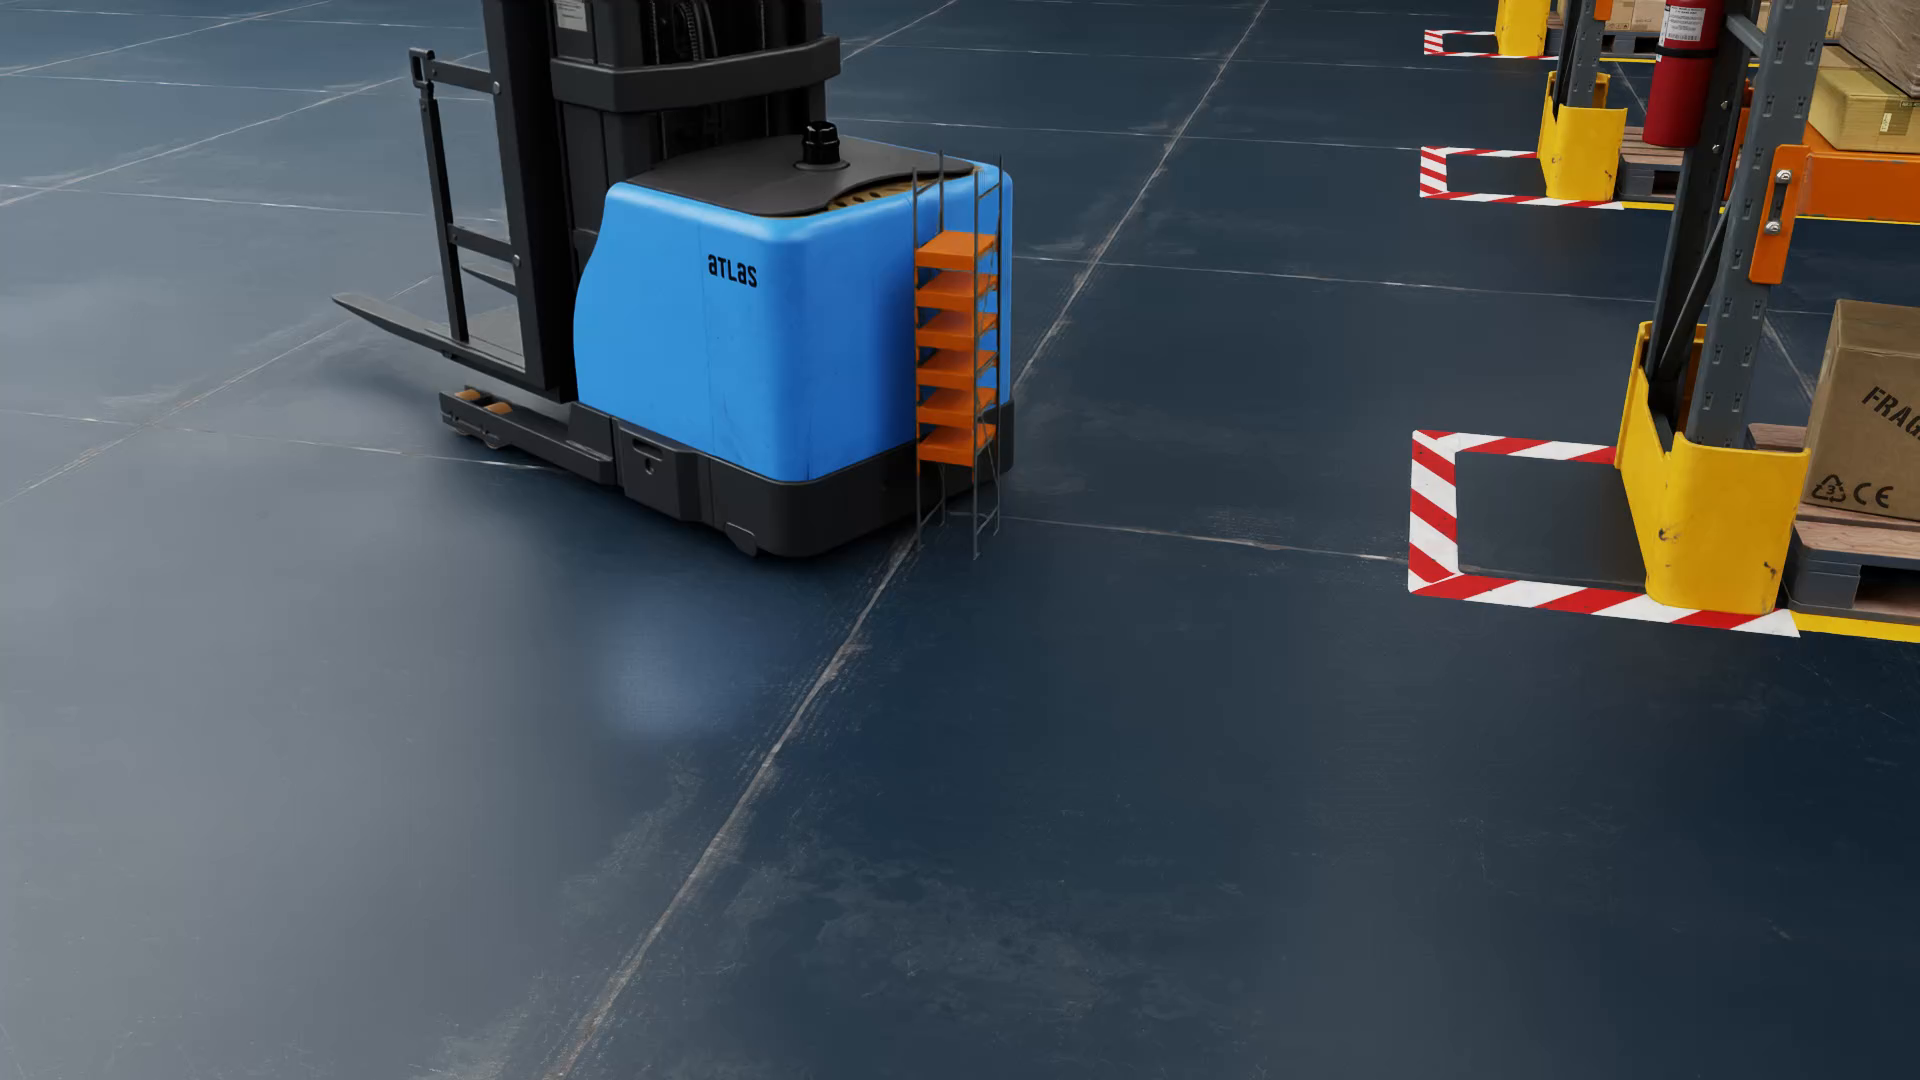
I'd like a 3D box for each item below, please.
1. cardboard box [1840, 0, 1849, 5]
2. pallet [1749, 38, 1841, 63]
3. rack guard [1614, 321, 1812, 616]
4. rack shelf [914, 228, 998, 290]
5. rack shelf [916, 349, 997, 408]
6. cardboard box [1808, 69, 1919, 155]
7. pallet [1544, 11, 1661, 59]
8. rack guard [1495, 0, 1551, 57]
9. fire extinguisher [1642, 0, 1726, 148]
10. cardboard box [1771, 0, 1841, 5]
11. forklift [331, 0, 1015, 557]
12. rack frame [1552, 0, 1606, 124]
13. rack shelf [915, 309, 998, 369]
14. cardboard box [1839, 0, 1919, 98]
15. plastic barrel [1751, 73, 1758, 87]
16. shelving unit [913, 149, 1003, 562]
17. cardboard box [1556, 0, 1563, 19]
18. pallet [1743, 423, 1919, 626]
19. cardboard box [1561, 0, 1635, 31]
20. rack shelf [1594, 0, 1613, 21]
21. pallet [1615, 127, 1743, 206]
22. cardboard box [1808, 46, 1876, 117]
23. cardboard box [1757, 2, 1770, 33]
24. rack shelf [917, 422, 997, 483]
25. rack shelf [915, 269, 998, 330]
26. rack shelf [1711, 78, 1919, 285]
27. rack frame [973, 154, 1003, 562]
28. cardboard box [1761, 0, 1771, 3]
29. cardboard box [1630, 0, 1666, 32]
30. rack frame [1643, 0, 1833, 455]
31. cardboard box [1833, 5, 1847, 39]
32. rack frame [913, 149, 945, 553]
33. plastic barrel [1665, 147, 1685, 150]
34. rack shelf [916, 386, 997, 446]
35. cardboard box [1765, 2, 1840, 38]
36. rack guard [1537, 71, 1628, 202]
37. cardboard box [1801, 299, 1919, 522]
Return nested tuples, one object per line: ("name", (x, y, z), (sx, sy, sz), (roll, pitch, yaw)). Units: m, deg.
("cardboard box", (7.129, -4.450, 12.946), (0.500, 0.500, 0.500), (6, 26, 13))
("pallet", (6.654, -4.068, 13.549), (1.213, 0.211, 1.003), (6, 26, 13))
("rack guard", (2.328, -0.262, 5.220), (0.348, 0.500, 1.175), (6, 26, 13))
("rack shelf", (-0.004, -0.822, 4.847), (0.180, 0.103, 0.258), (9, 27, 18))
("rack shelf", (-0.004, -0.497, 5.002), (0.180, 0.103, 0.258), (9, 27, 18))
("cardboard box", (2.471, -1.156, 4.481), (0.250, 0.149, 0.380), (6, 26, 13))
("pallet", (5.476, -4.200, 13.825), (1.213, 0.211, 1.003), (6, 26, 13))
("rack guard", (4.702, -4.397, 13.904), (0.348, 0.500, 1.175), (6, 26, 13))
("fire extinguisher", (2.258, -1.568, 5.145), (0.183, 0.674, 0.296), (6, 26, 13))
("cardboard box", (6.641, -4.498, 13.046), (0.500, 0.500, 0.500), (6, 26, 13))
("forklift", (-1.246, -1.792, 5.604), (3.031, 2.935, 1.130), (21, 33, 38))
("rack frame", (3.488, -3.461, 9.031), (0.127, 3.000, 1.000), (6, 26, 13))
("rack shelf", (-0.004, -0.606, 4.950), (0.180, 0.103, 0.258), (9, 27, 18))
("cardboard box", (2.780, -1.508, 4.466), (0.500, 0.500, 0.875), (6, 26, 13))
("plastic barrel", (4.630, -2.435, 9.281), (0.421, 0.512, 0.421), (0, 25, 0))
("shelving unit", (-0.004, -0.537, 4.983), (0.189, 1.200, 0.258), (9, 27, 18))
("cardboard box", (5.318, -4.537, 14.000), (0.500, 0.250, 0.500), (6, 26, 13))
("pallet", (3.106, -0.030, 5.068), (1.213, 0.211, 1.003), (6, 26, 13))
("cardboard box", (5.189, -4.321, 13.547), (0.500, 0.250, 0.500), (6, 26, 13))
("rack shelf", (5.425, -2.922, 8.735), (4.000, 0.370, 1.077), (6, 26, 13))
("pallet", (4.358, -2.124, 9.467), (1.213, 0.211, 1.003), (6, 26, 13))
("cardboard box", (2.581, -1.341, 4.870), (0.250, 0.149, 0.380), (6, 26, 13))
("cardboard box", (6.158, -4.215, 13.325), (0.500, 0.250, 0.500), (6, 26, 13))
("rack shelf", (-0.004, -0.281, 5.105), (0.180, 0.103, 0.258), (9, 27, 18))
("rack shelf", (-0.004, -0.714, 4.899), (0.180, 0.103, 0.258), (9, 27, 18))
("rack shelf", (4.191, -0.860, 4.404), (4.000, 0.370, 1.077), (6, 26, 13))
("rack frame", (0.083, -0.524, 4.955), (0.006, 1.200, 0.240), (9, 27, 18))
("cardboard box", (6.161, -4.559, 13.174), (0.500, 0.500, 0.500), (6, 26, 13))
("cardboard box", (5.674, -4.269, 13.438), (0.500, 0.250, 0.500), (6, 26, 13))
("rack frame", (2.254, -1.399, 4.699), (0.127, 3.000, 1.000), (6, 26, 13))
("cardboard box", (7.126, -4.107, 13.096), (0.500, 0.250, 0.500), (6, 26, 13))
("rack frame", (-0.090, -0.551, 5.010), (0.006, 1.200, 0.240), (9, 27, 18))
("plastic barrel", (4.144, -2.489, 9.394), (0.421, 0.512, 0.421), (0, 25, 0))
("rack shelf", (-0.004, -0.389, 5.054), (0.180, 0.103, 0.258), (9, 27, 18))
("cardboard box", (6.641, -4.160, 13.208), (0.500, 0.250, 0.500), (6, 26, 13))
("rack guard", (3.573, -2.344, 9.592), (0.348, 0.500, 1.175), (6, 26, 13))
("cardboard box", (2.855, -0.386, 4.991), (0.500, 0.500, 0.500), (11, 28, 23))
